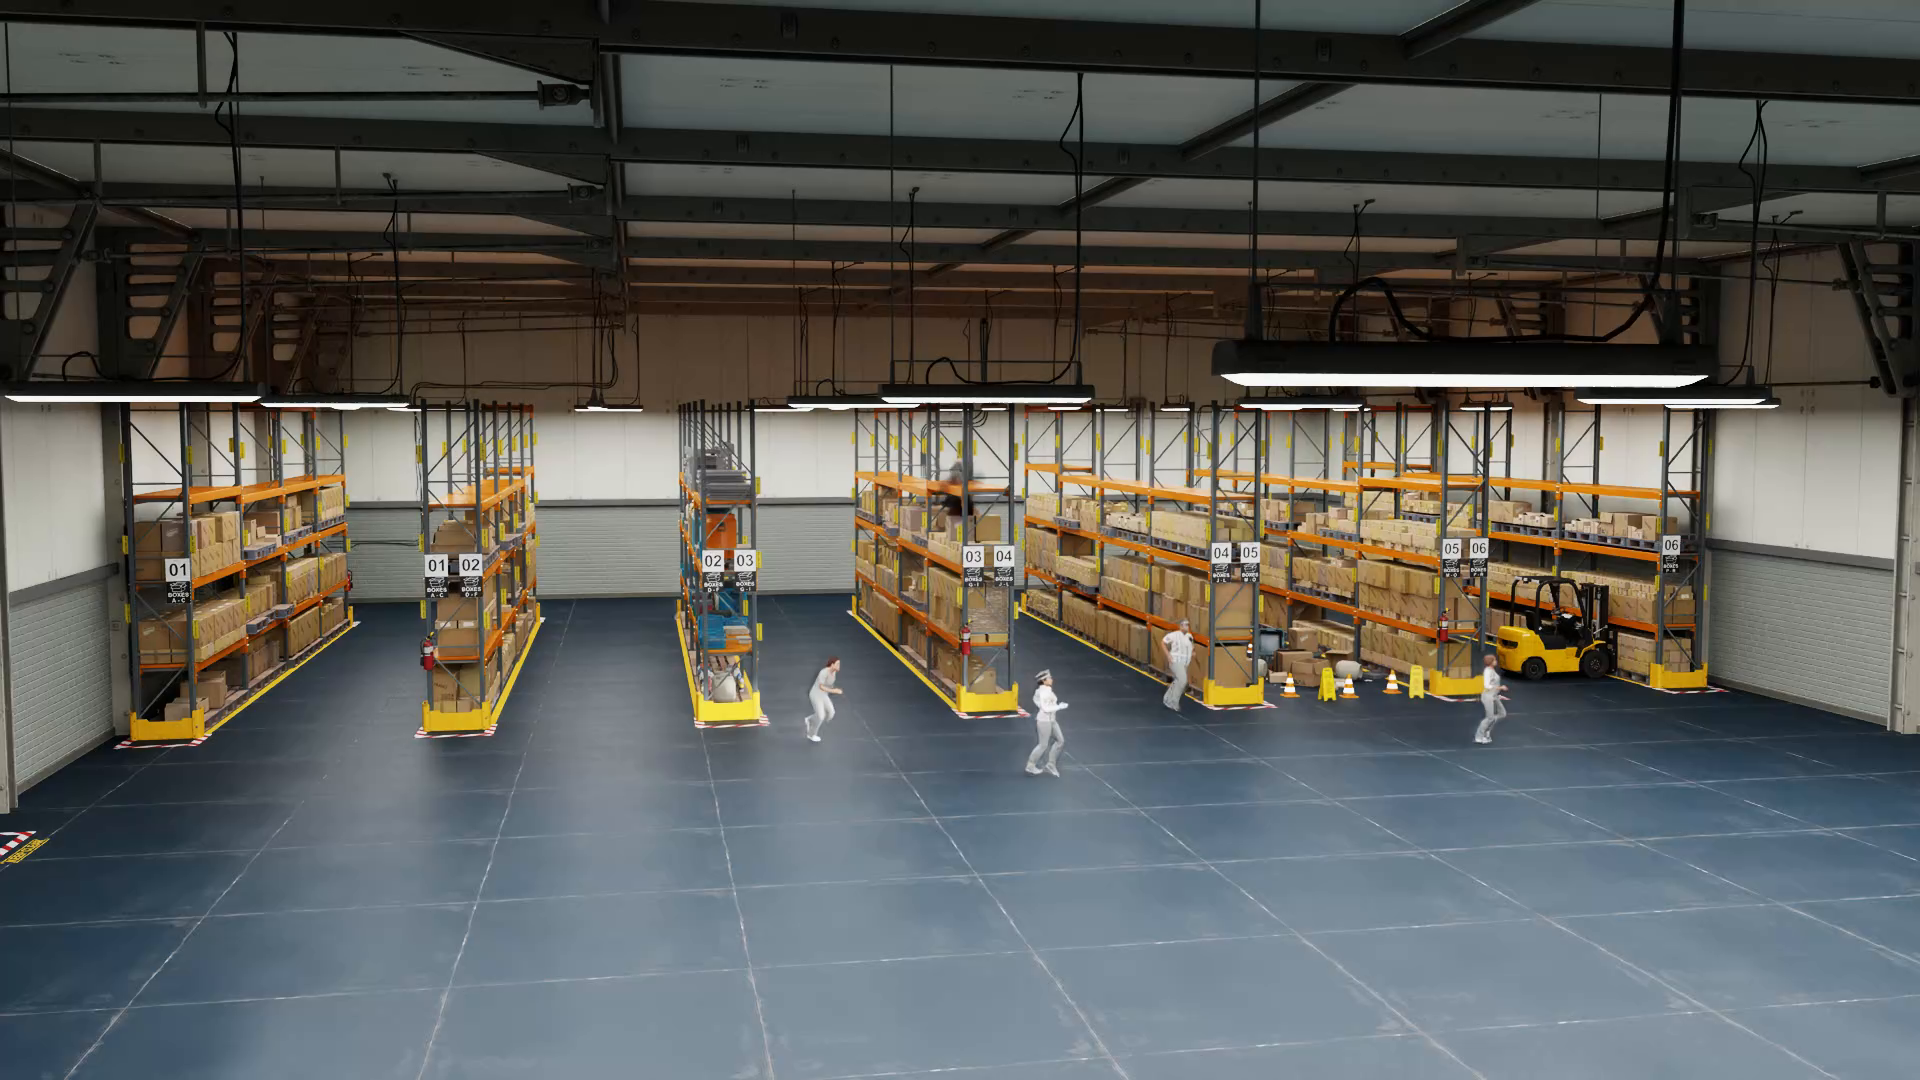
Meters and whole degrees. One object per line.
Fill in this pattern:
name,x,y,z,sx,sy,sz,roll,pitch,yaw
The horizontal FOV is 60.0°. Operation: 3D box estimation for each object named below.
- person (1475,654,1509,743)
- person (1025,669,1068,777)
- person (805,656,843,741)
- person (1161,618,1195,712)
person,9.248,2.754,28.846,0.593,1.561,0.512,3,5,33
person,1.379,2.898,26.272,0.684,1.734,0.592,1,4,13
person,-2.361,2.773,29.202,0.781,1.521,0.575,2,5,25
person,4.294,2.413,32.384,0.652,1.803,0.715,-4,6,-42
